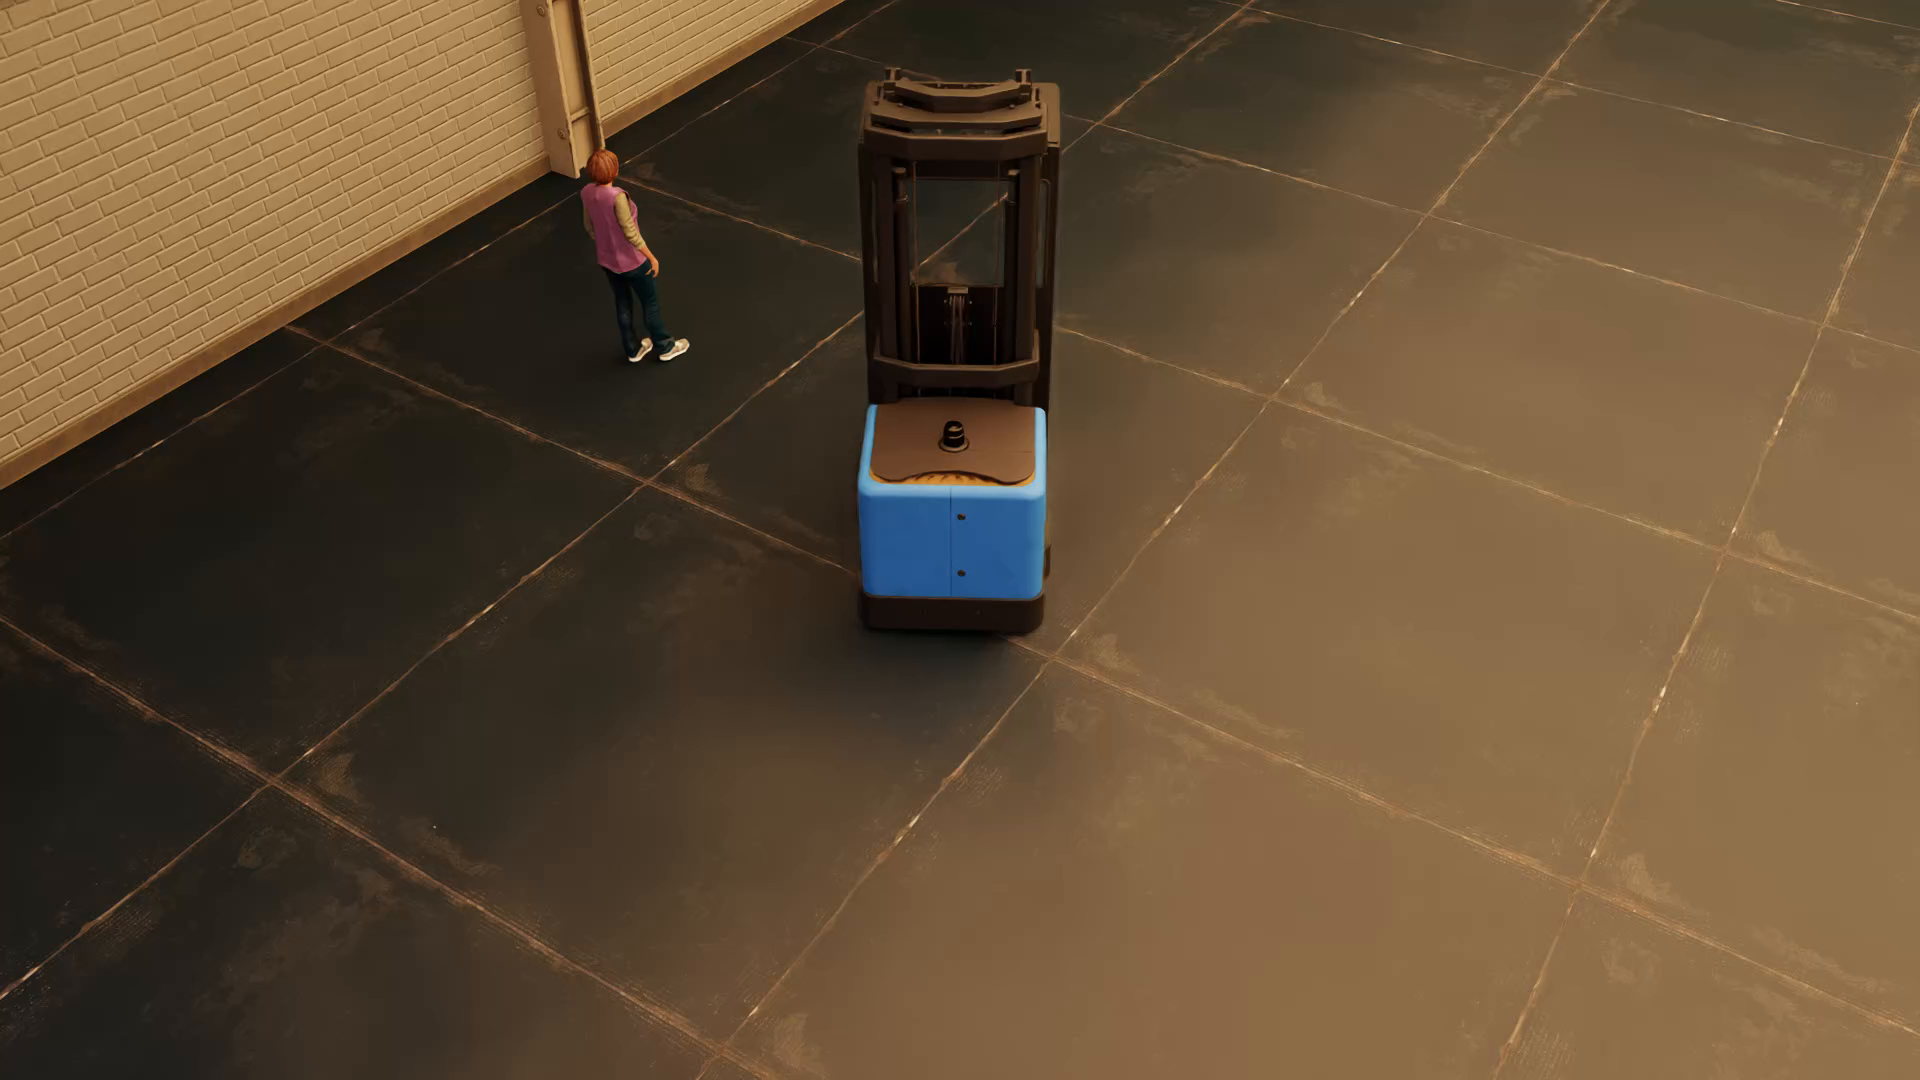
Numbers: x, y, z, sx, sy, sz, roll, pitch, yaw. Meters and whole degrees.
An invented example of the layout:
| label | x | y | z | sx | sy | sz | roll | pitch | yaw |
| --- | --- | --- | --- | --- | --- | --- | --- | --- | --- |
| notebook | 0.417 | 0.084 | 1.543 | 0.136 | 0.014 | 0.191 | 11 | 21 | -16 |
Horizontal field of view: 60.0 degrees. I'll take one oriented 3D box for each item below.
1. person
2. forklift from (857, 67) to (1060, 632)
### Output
| label | x | y | z | sx | sy | sz | roll | pitch | yaw |
| --- | --- | --- | --- | --- | --- | --- | --- | --- | --- |
| person | -2.230 | -1.938 | 11.280 | 0.527 | 1.604 | 0.469 | 22 | 45 | 24 |
| forklift | 0.002 | -1.527 | 9.768 | 1.130 | 2.935 | 3.031 | 1 | 40 | 1 |
